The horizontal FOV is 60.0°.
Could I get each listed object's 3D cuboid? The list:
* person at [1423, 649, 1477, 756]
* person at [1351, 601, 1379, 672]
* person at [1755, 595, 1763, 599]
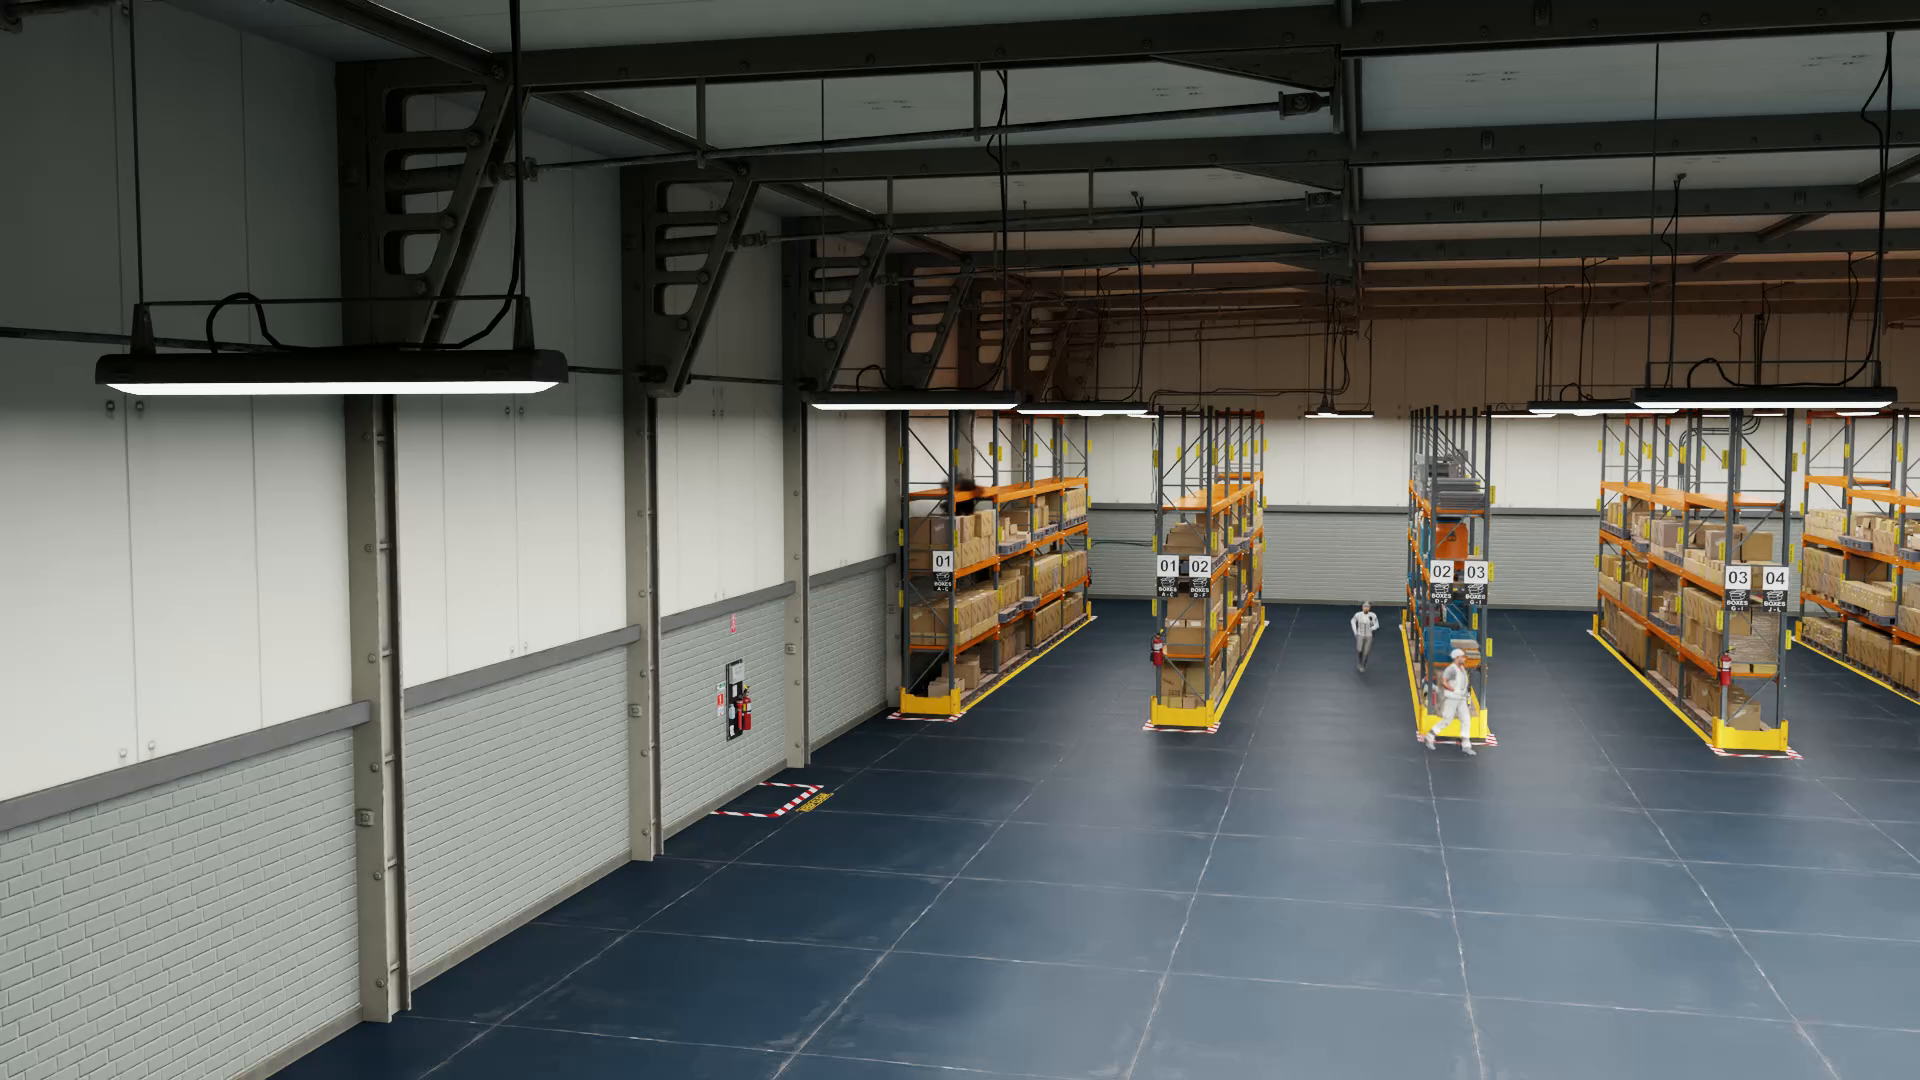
[{"bbox_3d":[8.568,2.766,28.659,0.714,1.768,0.964,-4,5,-41],"label":"person"},{"bbox_3d":[9.176,2.186,37.677,0.613,1.651,0.610,1,4,13],"label":"person"},{"bbox_3d":[20.404,1.799,42.674,0.696,1.735,0.972,2,5,25],"label":"person"}]
